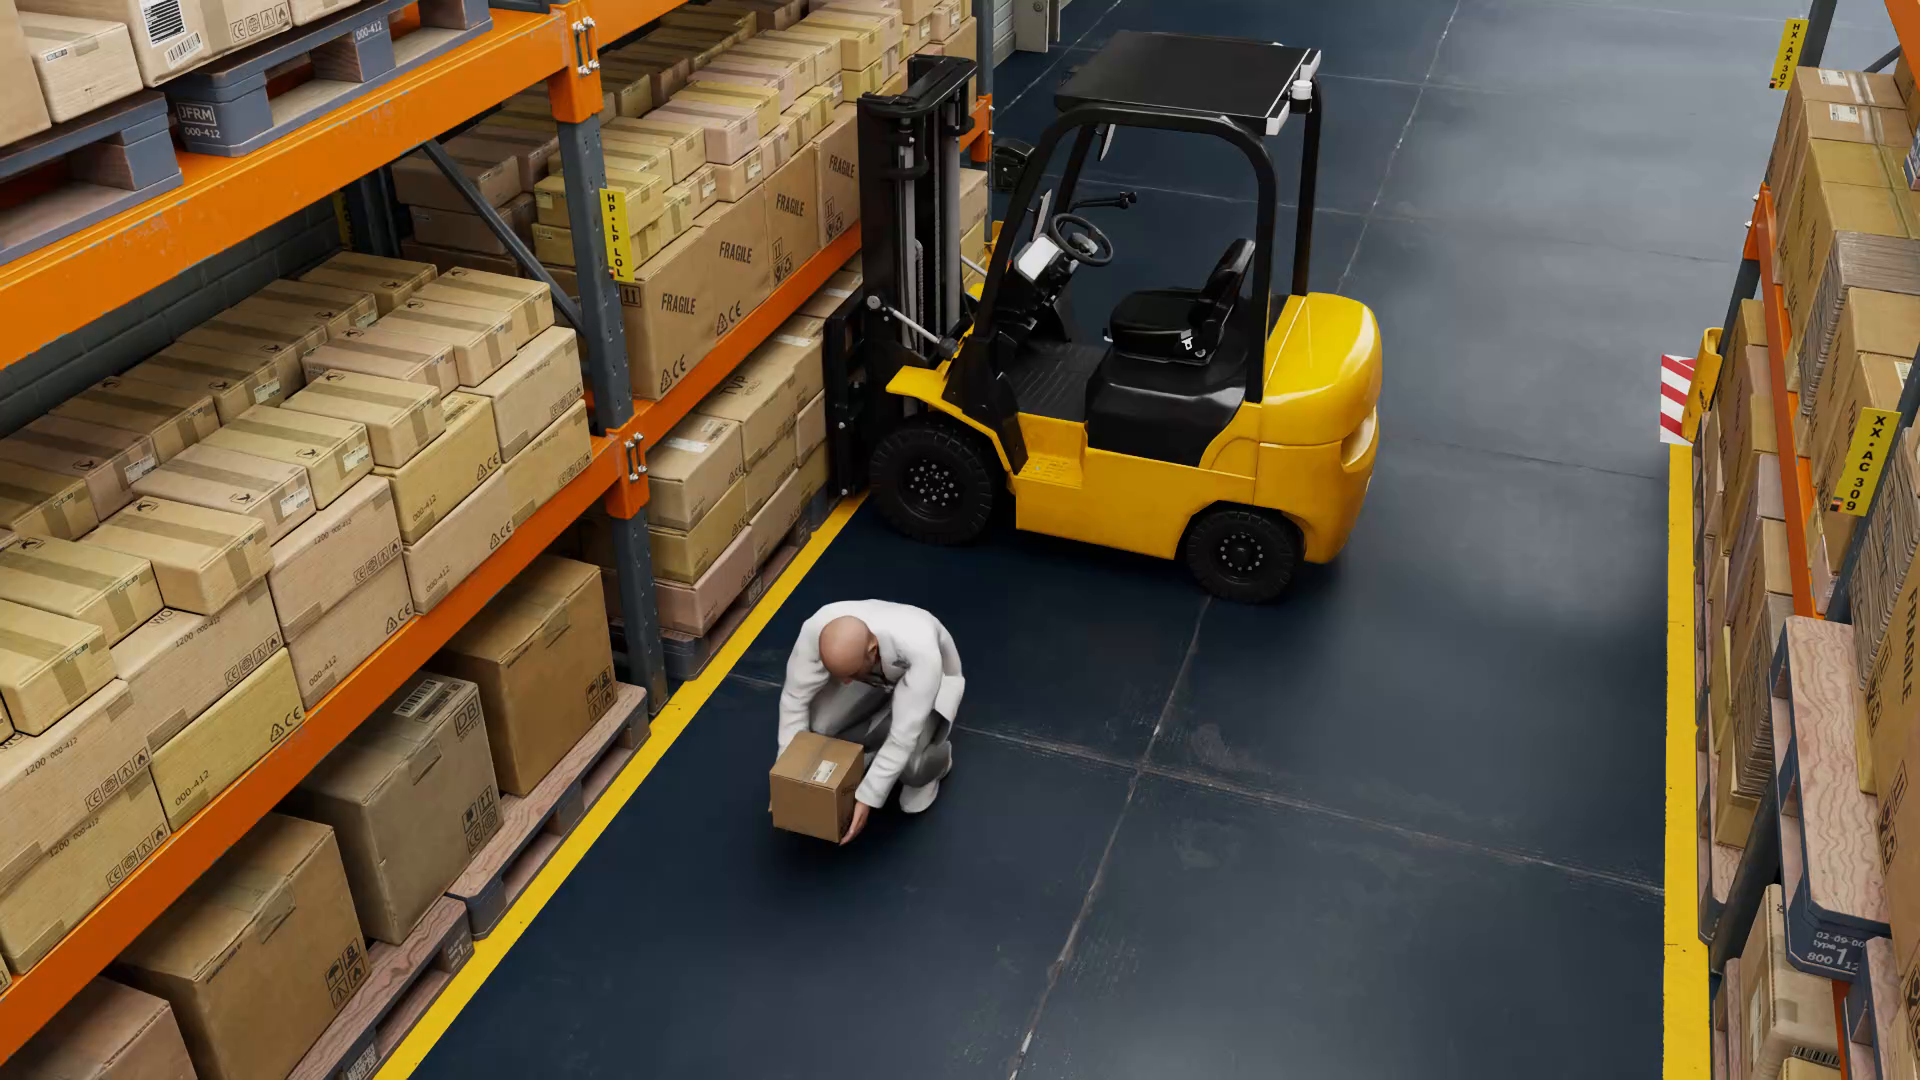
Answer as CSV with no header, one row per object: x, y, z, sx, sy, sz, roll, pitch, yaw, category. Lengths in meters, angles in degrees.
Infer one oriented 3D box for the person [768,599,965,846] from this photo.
-0.315,0.563,6.004,0.606,0.998,0.919,17,37,25,person
